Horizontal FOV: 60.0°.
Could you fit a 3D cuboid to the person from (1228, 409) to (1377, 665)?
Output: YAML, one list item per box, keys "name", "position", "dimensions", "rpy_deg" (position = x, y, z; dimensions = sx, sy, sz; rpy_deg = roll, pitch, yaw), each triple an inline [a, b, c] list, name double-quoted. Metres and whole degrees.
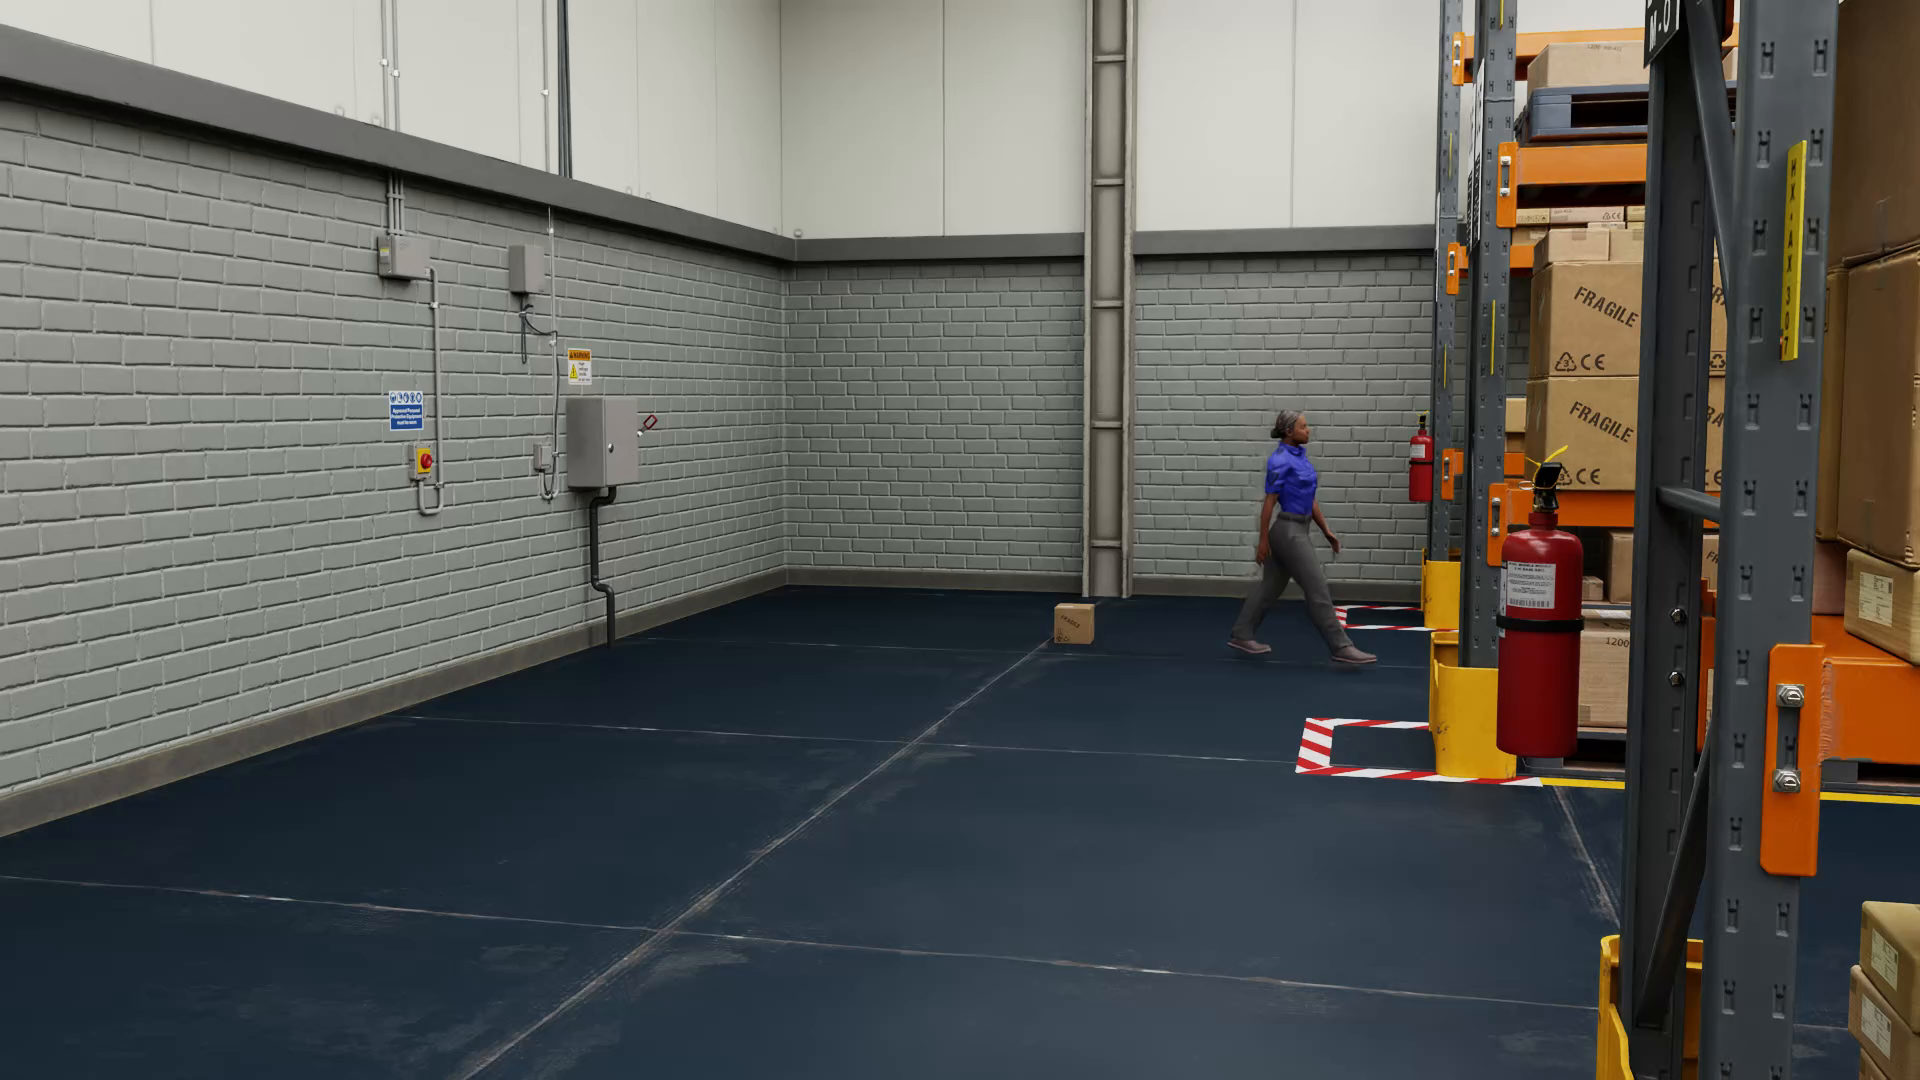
- name: "person"
  position: [2.191, -0.036, 10.594]
  dimensions: [1.009, 1.592, 0.483]
  rpy_deg: [2, 5, 24]
